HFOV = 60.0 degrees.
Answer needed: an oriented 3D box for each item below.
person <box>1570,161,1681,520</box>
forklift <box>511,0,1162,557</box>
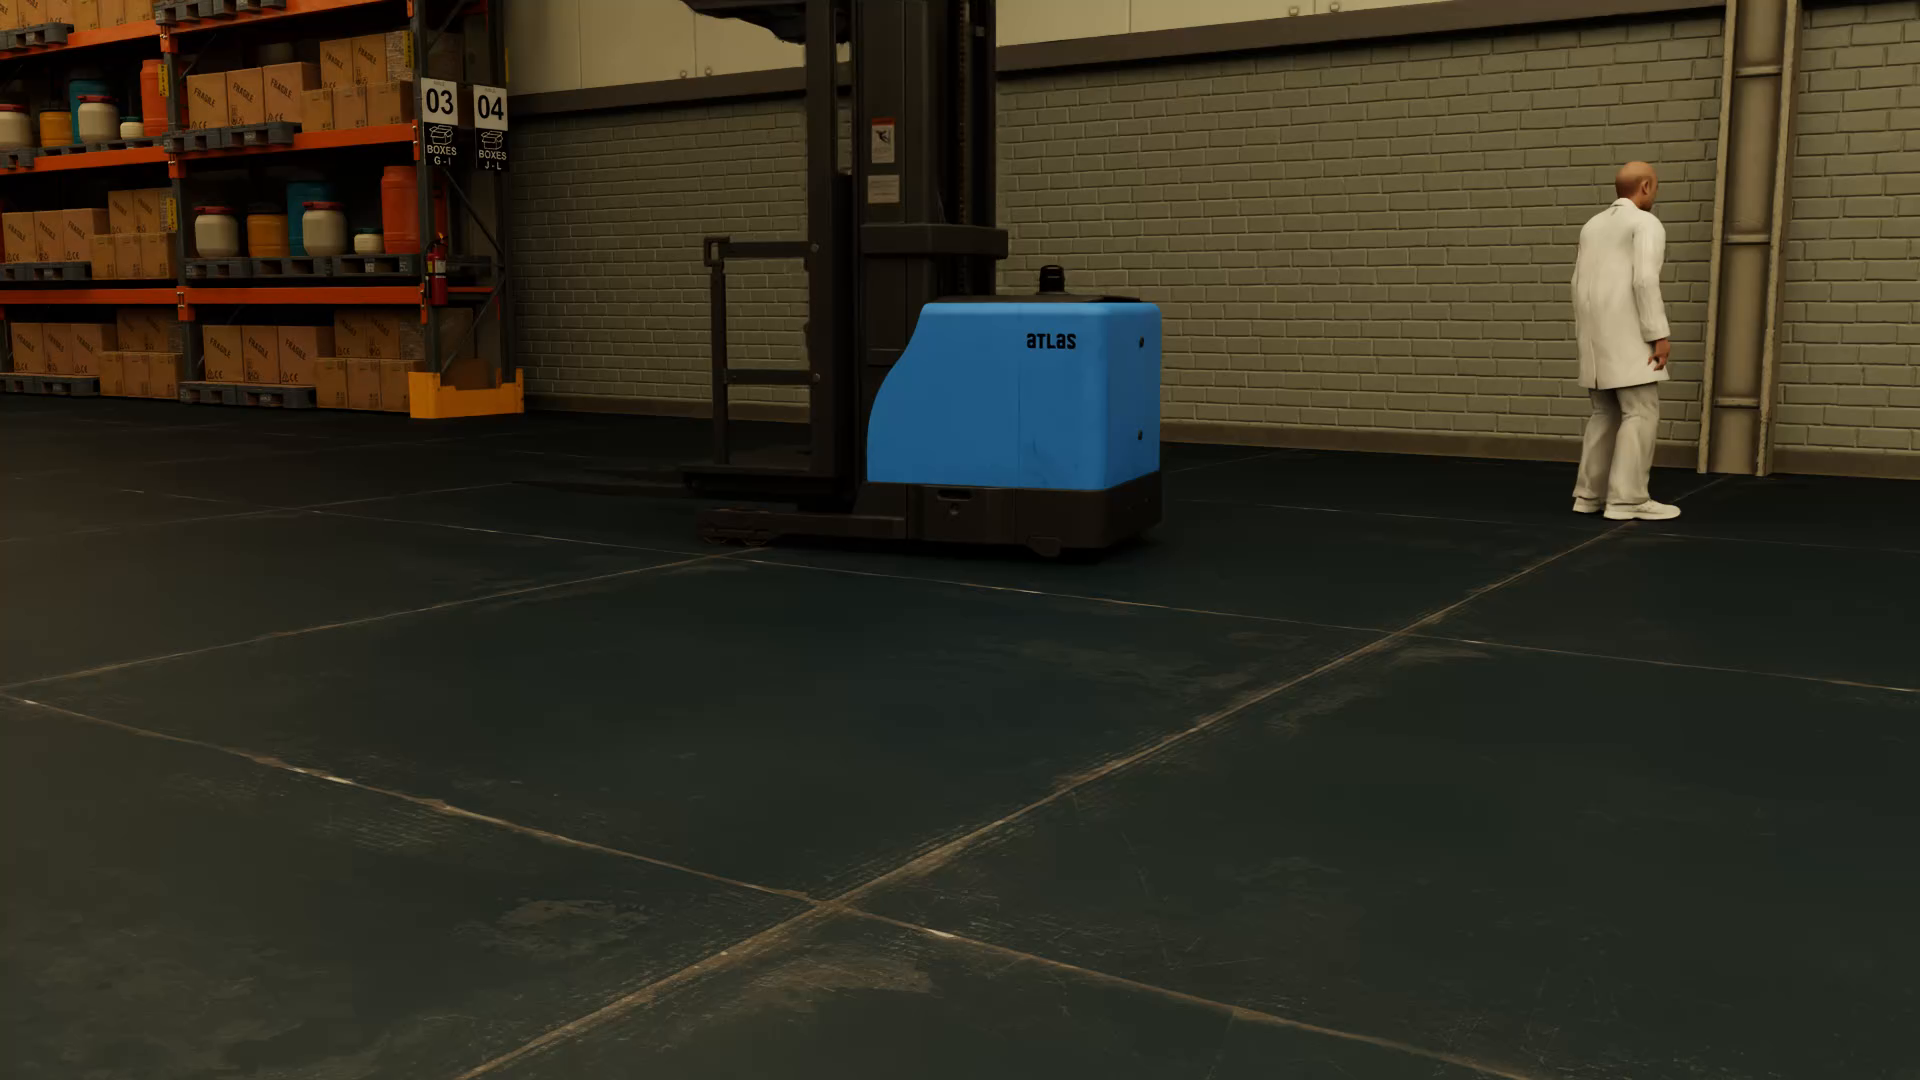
[{"bbox_3d":[3.334,-1.004,8.370,0.434,1.773,0.643,-2,8,-15],"label":"person"},{"bbox_3d":[-0.640,-1.485,7.633,3.031,2.935,1.130,3,9,21],"label":"forklift"}]
